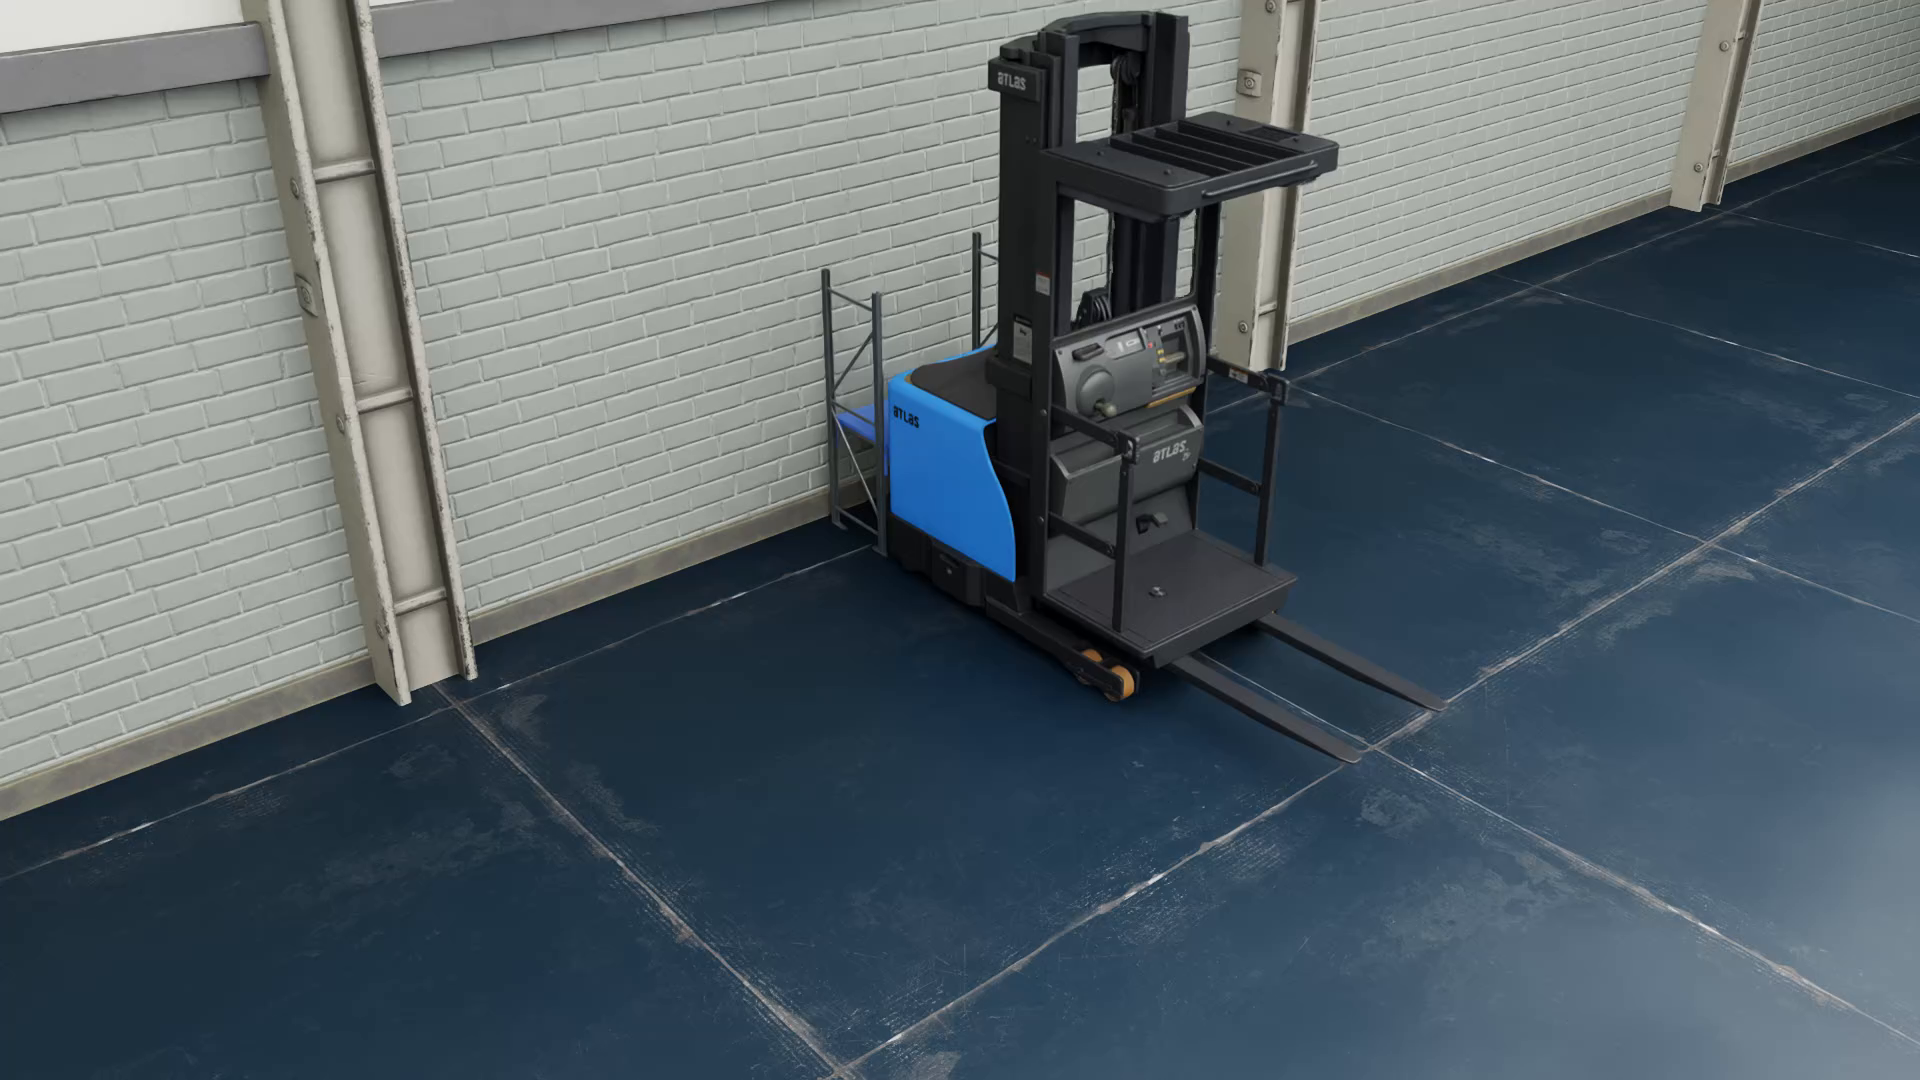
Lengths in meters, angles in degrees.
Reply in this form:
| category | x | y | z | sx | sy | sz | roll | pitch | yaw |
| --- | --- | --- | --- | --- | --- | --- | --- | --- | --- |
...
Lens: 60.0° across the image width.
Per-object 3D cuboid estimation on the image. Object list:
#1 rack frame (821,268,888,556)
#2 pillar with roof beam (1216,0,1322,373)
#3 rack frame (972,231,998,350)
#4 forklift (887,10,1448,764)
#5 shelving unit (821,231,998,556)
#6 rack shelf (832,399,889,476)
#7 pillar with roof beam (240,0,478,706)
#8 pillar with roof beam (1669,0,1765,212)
| category | x | y | z | sx | sy | sz | roll | pitch | yaw |
| --- | --- | --- | --- | --- | --- | --- | --- | --- | --- |
| rack frame | -0.564 | -0.672 | 8.916 | 0.032 | 1.500 | 0.500 | -20 | 34 | -33 |
| pillar with roof beam | 4.787 | -3.597 | 6.433 | 0.400 | 9.000 | 9.100 | -22 | 35 | -35 |
| rack frame | 0.236 | -0.968 | 9.470 | 0.032 | 1.500 | 0.500 | -20 | 34 | -33 |
| forklift | 0.942 | -0.801 | 7.639 | 1.130 | 2.935 | 3.031 | -22 | 35 | -35 |
| shelving unit | -0.164 | -0.820 | 9.193 | 1.048 | 1.500 | 0.538 | -20 | 34 | -33 |
| rack shelf | -0.164 | -0.662 | 9.278 | 1.000 | 0.185 | 0.538 | -20 | 34 | -33 |
| pillar with roof beam | 0.223 | -1.762 | 2.999 | 0.400 | 9.000 | 9.100 | -22 | 35 | -35 |
| pillar with roof beam | 9.352 | -5.433 | 9.868 | 0.400 | 9.000 | 9.100 | -22 | 35 | -35 |
